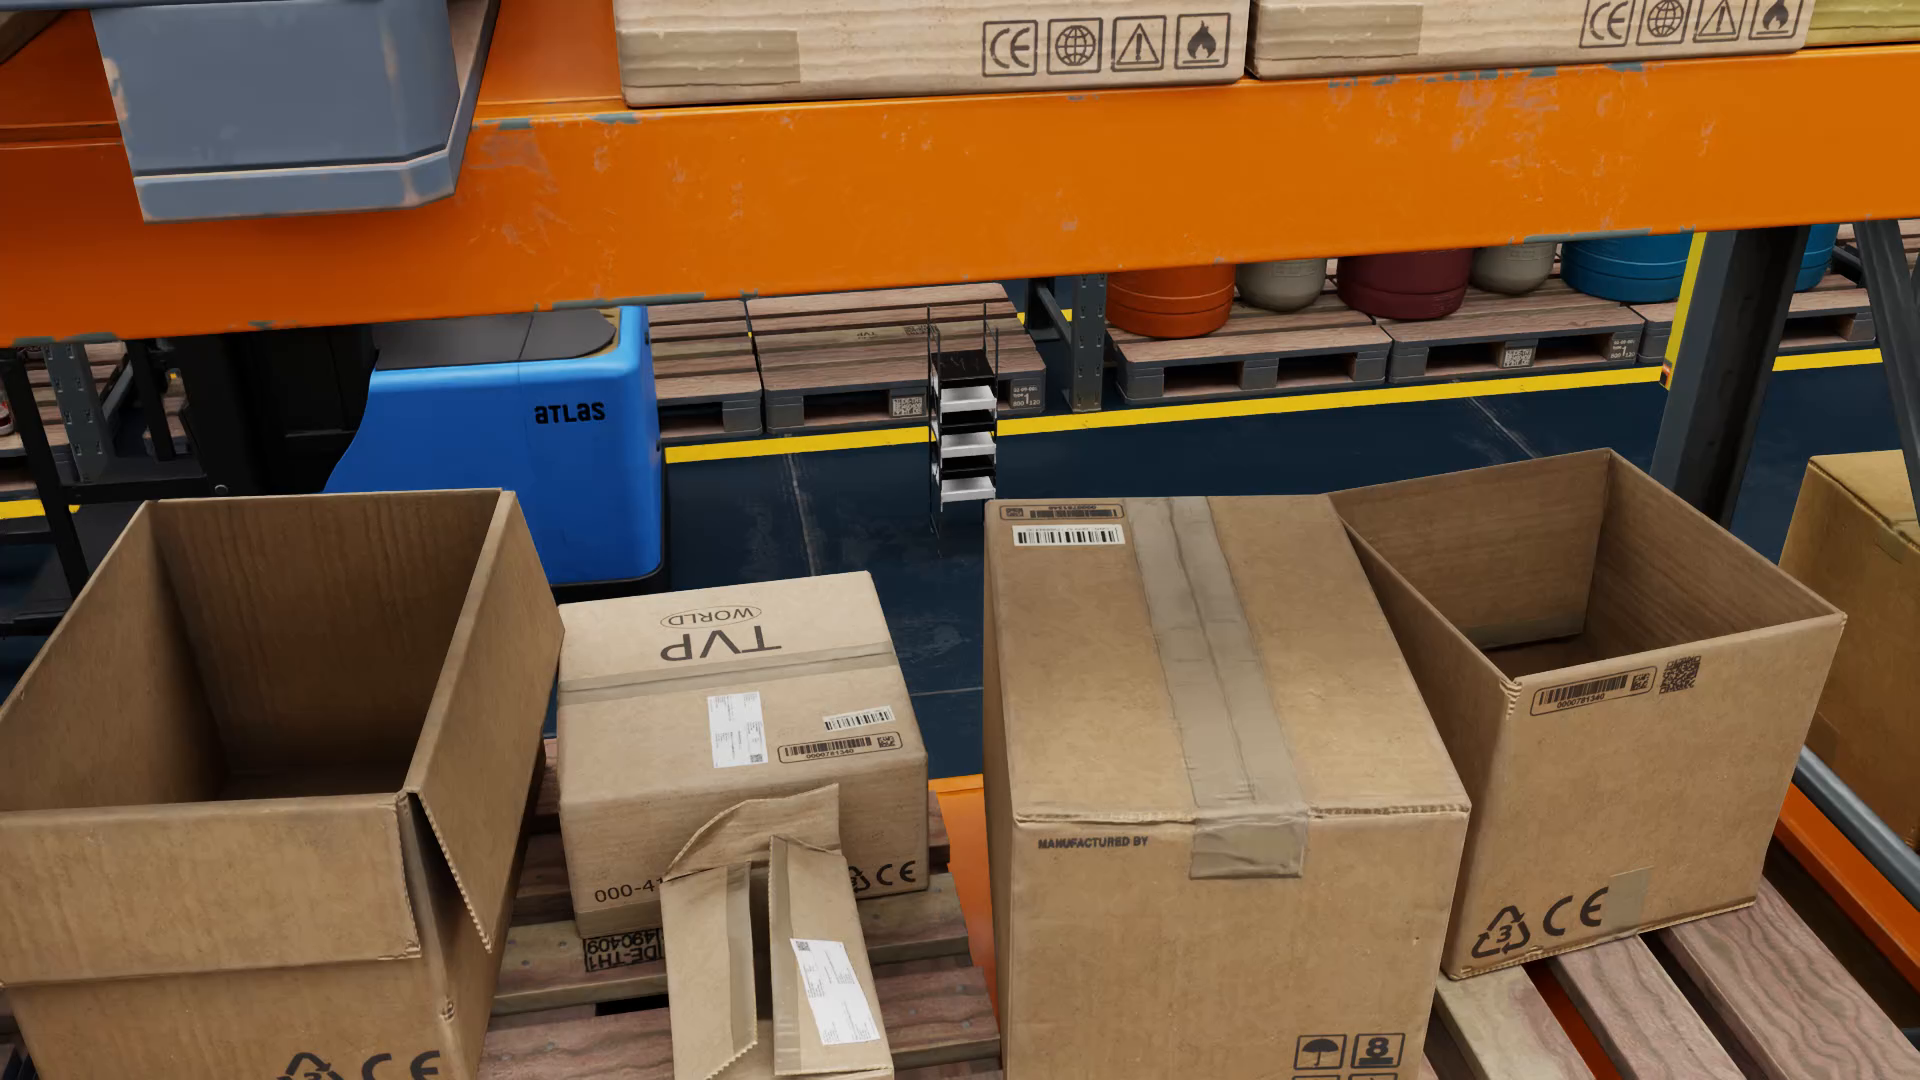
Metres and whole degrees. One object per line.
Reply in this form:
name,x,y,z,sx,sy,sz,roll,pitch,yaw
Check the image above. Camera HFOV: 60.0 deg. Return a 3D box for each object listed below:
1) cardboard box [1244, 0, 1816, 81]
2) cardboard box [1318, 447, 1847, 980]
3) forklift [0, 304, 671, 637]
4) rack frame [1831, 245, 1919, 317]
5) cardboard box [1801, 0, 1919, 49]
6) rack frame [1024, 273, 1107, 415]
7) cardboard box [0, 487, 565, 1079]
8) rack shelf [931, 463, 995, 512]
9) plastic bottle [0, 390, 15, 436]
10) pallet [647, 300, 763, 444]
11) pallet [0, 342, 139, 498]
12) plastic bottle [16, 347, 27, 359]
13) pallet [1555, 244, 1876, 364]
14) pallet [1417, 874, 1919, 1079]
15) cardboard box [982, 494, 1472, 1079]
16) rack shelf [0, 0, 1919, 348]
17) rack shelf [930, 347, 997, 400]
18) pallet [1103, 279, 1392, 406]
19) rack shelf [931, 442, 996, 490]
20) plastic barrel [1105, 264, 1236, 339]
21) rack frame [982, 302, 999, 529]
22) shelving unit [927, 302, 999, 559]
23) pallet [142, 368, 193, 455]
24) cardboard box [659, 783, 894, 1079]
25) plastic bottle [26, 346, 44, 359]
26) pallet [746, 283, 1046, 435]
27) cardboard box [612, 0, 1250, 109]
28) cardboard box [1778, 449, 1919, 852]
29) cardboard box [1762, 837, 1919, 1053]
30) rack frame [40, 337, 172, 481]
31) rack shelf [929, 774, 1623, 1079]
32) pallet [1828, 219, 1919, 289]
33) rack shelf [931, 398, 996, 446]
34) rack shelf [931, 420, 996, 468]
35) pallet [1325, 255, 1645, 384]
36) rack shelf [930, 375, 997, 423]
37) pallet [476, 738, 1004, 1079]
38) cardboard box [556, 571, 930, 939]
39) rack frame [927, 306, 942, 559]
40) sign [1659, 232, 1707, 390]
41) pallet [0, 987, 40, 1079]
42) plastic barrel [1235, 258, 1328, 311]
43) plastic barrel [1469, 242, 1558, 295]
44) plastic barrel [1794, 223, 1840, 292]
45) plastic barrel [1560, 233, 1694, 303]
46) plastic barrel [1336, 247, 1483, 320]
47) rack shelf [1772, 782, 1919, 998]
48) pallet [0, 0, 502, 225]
cardboard box,0.442,-0.629,1.549,0.500,0.250,0.500,-5,31,-9
cardboard box,0.827,0.227,2.392,0.500,0.500,0.500,-9,32,-15
forklift,-2.541,-1.019,5.091,3.031,2.935,1.130,-4,31,-7
rack frame,4.394,-2.453,7.462,0.127,3.000,1.000,-5,31,-9
cardboard box,0.928,-0.681,1.638,0.500,0.250,0.500,-5,31,-9
rack frame,0.459,-2.088,6.841,0.127,3.000,1.000,-5,31,-9
cardboard box,-0.895,0.317,2.236,0.637,0.503,0.797,-2,31,-4
rack shelf,0.008,-0.205,6.131,0.200,0.077,0.258,-5,31,-9
plastic bottle,-3.776,-0.518,6.498,0.097,0.201,0.097,0,30,0
pallet,-1.507,-0.725,7.274,1.213,0.211,1.003,-5,31,-9
pallet,-4.144,-0.480,6.858,1.213,0.211,1.003,-5,31,-9
plastic bottle,-4.068,-0.877,7.109,0.097,0.201,0.097,0,30,0
pallet,3.627,-1.201,8.085,1.213,0.211,1.003,-5,31,-9
pallet,0.669,0.582,2.489,1.003,0.211,1.213,-5,31,-9
cardboard box,0.296,0.328,2.221,0.500,0.500,0.700,-1,30,-2
rack shelf,-0.616,-0.419,1.753,4.000,0.370,1.077,-5,31,-9
rack shelf,0.008,-0.593,5.903,0.200,0.077,0.258,-5,31,-9
pallet,1.227,-0.979,7.706,1.213,0.211,1.003,-5,31,-9
rack shelf,0.008,-0.282,6.086,0.200,0.077,0.258,-5,31,-9
plastic barrel,0.937,-1.387,7.375,0.708,0.830,0.600,-5,31,-9
rack frame,0.108,-0.398,6.039,0.006,0.900,0.240,-5,31,-9
shelving unit,0.008,-0.389,6.023,0.210,0.900,0.258,-5,31,-9
pallet,-2.710,-0.612,7.082,1.213,0.211,1.003,-5,31,-9
cardboard box,-0.240,0.545,2.081,0.258,0.266,0.396,-6,31,-10
plastic bottle,-3.968,-0.886,7.125,0.097,0.201,0.097,0,30,0
pallet,-0.310,-0.834,7.461,1.213,0.211,1.003,-5,31,-9
cardboard box,-0.052,-0.585,1.473,0.500,0.250,0.500,-4,31,-8
cardboard box,1.792,0.170,2.903,0.500,0.500,0.500,-4,31,-7
cardboard box,2.034,1.064,3.163,0.875,0.875,1.225,-7,31,-11
rack frame,-3.475,-1.723,6.220,0.127,3.000,1.000,-5,31,-9
rack shelf,-0.616,0.874,2.514,4.000,0.370,1.077,-5,31,-9
pallet,5.110,-1.337,8.316,1.213,0.211,1.003,-5,31,-9
rack shelf,0.008,-0.437,5.994,0.200,0.077,0.258,-5,31,-9
rack shelf,0.008,-0.360,6.040,0.200,0.077,0.258,-5,31,-9
pallet,2.425,-1.088,7.892,1.213,0.211,1.003,-5,31,-9
rack shelf,0.008,-0.515,5.949,0.200,0.077,0.258,-5,31,-9
pallet,-0.589,0.665,2.348,1.213,0.211,1.003,-5,31,-9
cardboard box,-0.339,0.304,2.508,0.500,0.250,0.500,-6,31,-10
rack frame,-0.092,-0.379,6.007,0.006,0.900,0.240,-5,31,-9
sign,1.248,-0.394,2.818,0.005,0.325,0.100,-5,31,-9
pallet,-1.805,0.832,2.065,1.213,0.211,1.003,-5,31,-9
plastic barrel,1.477,-1.346,7.619,0.421,0.512,0.421,0,30,0
plastic barrel,2.587,-1.449,7.795,0.421,0.512,0.421,0,30,0
plastic barrel,3.856,-1.688,7.818,0.708,0.901,0.600,-5,31,-9
plastic barrel,3.159,-1.624,7.708,0.708,0.901,0.600,-5,31,-9
plastic barrel,2.048,-1.386,7.612,0.708,0.588,0.600,-5,31,-9
rack shelf,3.319,0.509,3.135,4.000,0.370,1.077,-5,31,-9
pallet,-0.937,-0.565,1.477,1.003,0.211,1.213,-5,31,-9
